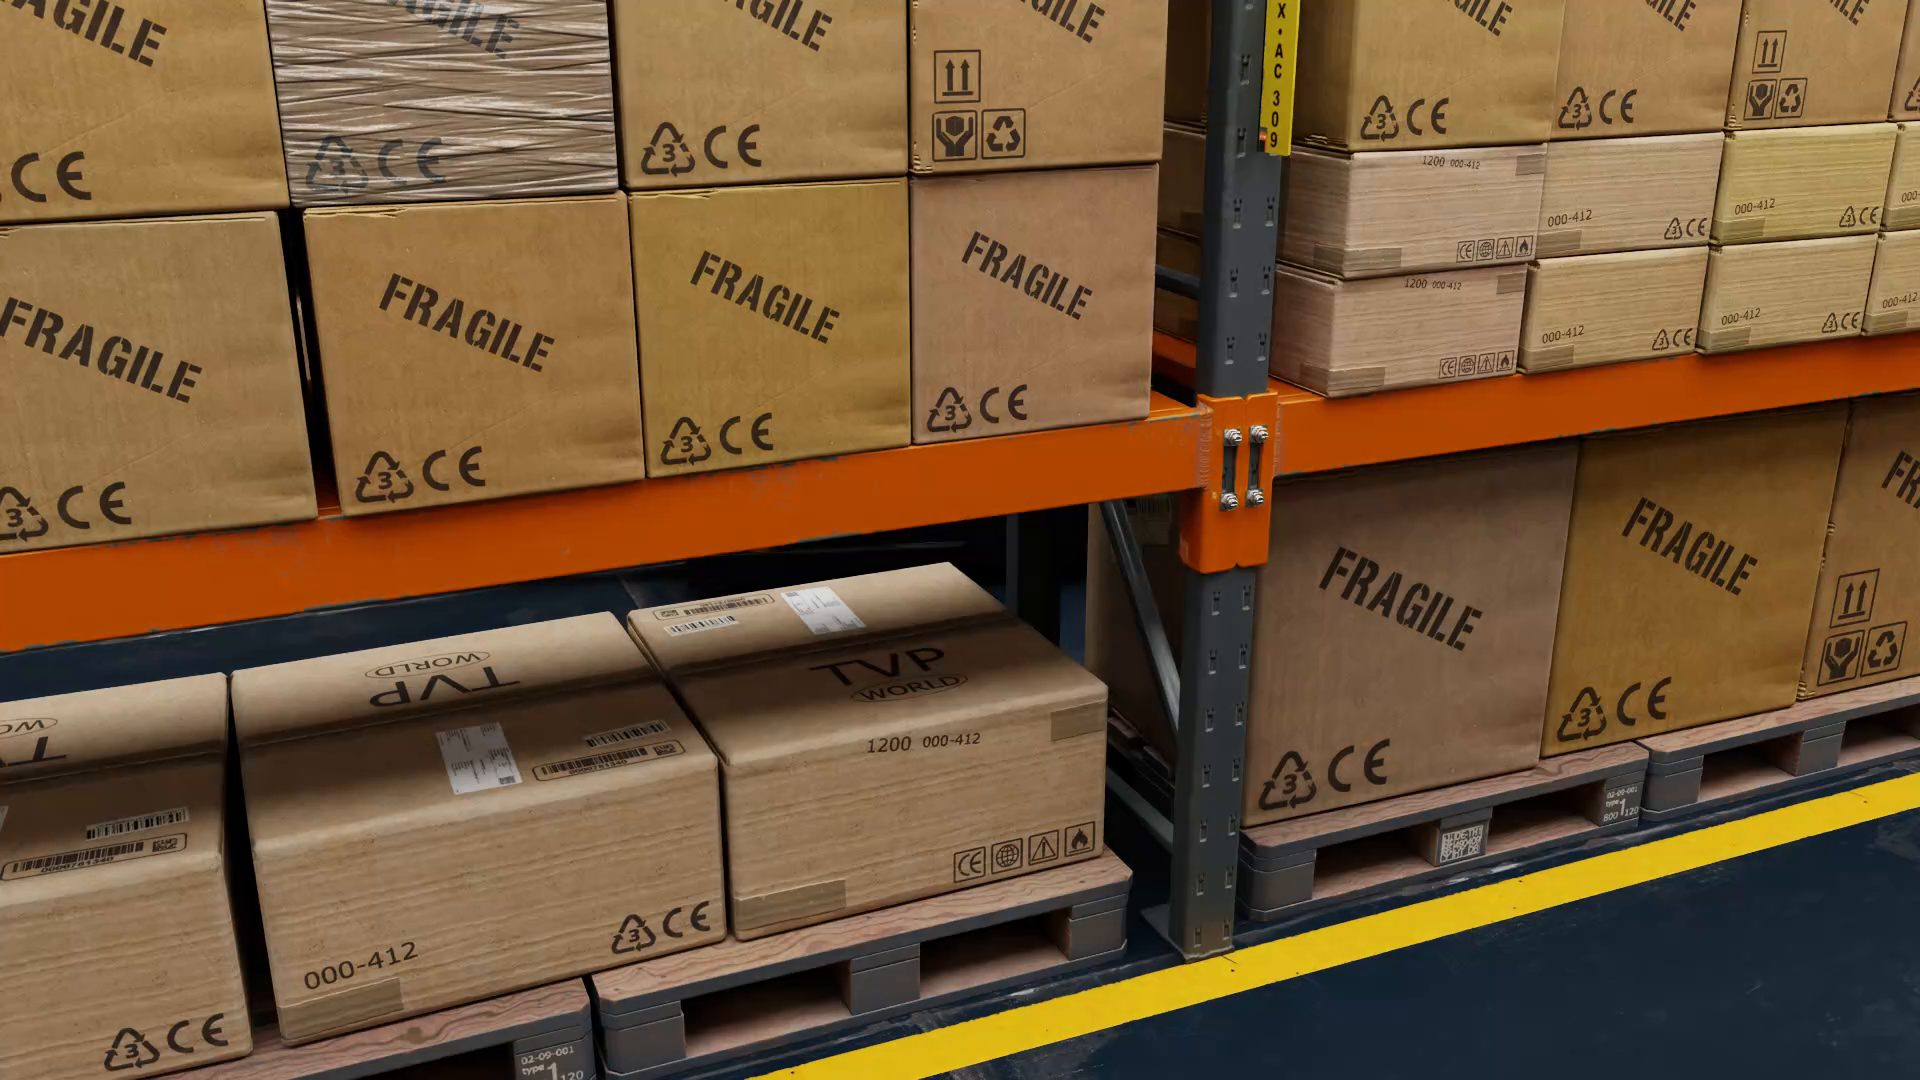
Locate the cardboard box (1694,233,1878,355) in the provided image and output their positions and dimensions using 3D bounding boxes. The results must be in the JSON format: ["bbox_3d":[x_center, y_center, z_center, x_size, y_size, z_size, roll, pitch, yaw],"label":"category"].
[{"bbox_3d":[1.834,-0.647,4.070,0.500,0.250,0.500,-8,21,-22],"label":"cardboard box"}]

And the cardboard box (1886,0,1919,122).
[{"bbox_3d":[2.282,-1.309,4.068,0.500,0.500,0.500,-9,21,-23],"label":"cardboard box"}]

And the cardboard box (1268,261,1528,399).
[{"bbox_3d":[0.883,-0.516,3.698,0.500,0.250,0.500,-9,21,-23],"label":"cardboard box"}]

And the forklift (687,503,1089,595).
[{"bbox_3d":[-0.674,-1.372,6.005,3.031,2.935,1.130,-2,20,-6],"label":"forklift"}]

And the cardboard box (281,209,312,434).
[{"bbox_3d":[-1.556,-0.479,3.215,0.500,0.500,0.500,-7,21,-20],"label":"cardboard box"}]

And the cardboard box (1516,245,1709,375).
[{"bbox_3d":[1.358,-0.585,3.893,0.500,0.250,0.500,-9,21,-23],"label":"cardboard box"}]

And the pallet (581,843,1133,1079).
[{"bbox_3d":[-0.355,0.782,3.984,1.213,0.211,1.003,-8,21,-22],"label":"pallet"}]

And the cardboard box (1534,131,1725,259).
[{"bbox_3d":[1.358,-0.824,3.818,0.500,0.250,0.500,-8,21,-21],"label":"cardboard box"}]

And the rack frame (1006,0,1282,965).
[{"bbox_3d":[0.374,-0.610,3.737,0.127,3.000,1.000,-8,21,-22],"label":"rack frame"}]

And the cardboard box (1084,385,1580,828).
[{"bbox_3d":[0.912,0.088,4.321,0.875,0.875,0.875,-7,21,-20],"label":"cardboard box"}]

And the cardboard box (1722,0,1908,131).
[{"bbox_3d":[1.810,-1.239,3.869,0.500,0.500,0.500,-9,21,-23],"label":"cardboard box"}]

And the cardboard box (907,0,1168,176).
[{"bbox_3d":[0.051,-0.982,3.139,0.500,0.500,0.500,-8,21,-22],"label":"cardboard box"}]

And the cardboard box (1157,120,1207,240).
[{"bbox_3d":[0.683,-0.907,4.054,0.500,0.250,0.500,-8,21,-22],"label":"cardboard box"}]

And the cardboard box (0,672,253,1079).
[{"bbox_3d":[-1.895,0.687,3.281,0.875,0.438,0.875,-8,21,-20],"label":"cardboard box"}]

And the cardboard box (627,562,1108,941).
[{"bbox_3d":[-0.245,0.451,3.951,0.875,0.438,0.875,-8,21,-23],"label":"cardboard box"}]

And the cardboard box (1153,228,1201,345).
[{"bbox_3d":[0.687,-0.675,4.148,0.500,0.250,0.500,-9,21,-23],"label":"cardboard box"}]

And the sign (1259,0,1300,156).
[{"bbox_3d":[0.596,-0.886,3.100,0.005,0.325,0.100,-8,21,-22],"label":"sign"}]

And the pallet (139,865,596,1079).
[{"bbox_3d":[-1.477,0.944,3.525,1.213,0.211,1.003,-8,21,-22],"label":"pallet"}]

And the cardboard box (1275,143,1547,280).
[{"bbox_3d":[0.890,-0.747,3.599,0.500,0.250,0.500,-9,21,-23],"label":"cardboard box"}]

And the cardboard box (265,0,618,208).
[{"bbox_3d":[-0.882,-0.848,2.758,0.500,0.500,0.500,-8,21,-21],"label":"cardboard box"}]

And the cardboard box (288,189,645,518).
[{"bbox_3d":[-0.876,-0.378,2.928,0.500,0.500,0.500,-8,21,-23],"label":"cardboard box"}]

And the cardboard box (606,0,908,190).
[{"bbox_3d":[-0.419,-0.918,2.957,0.500,0.500,0.500,-8,21,-23],"label":"cardboard box"}]

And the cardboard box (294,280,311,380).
[{"bbox_3d":[-2.915,-0.904,7.706,0.500,0.500,0.700,-9,21,-24],"label":"cardboard box"}]

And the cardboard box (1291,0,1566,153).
[{"bbox_3d":[0.892,-1.099,3.470,0.500,0.500,0.500,-8,21,-21],"label":"cardboard box"}]

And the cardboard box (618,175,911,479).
[{"bbox_3d":[-0.420,-0.449,3.129,0.500,0.500,0.500,-9,21,-23],"label":"cardboard box"}]

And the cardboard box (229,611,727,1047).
[{"bbox_3d":[-1.066,0.569,3.616,0.875,0.438,0.875,-9,21,-24],"label":"cardboard box"}]

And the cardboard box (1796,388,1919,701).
[{"bbox_3d":[2.560,-0.150,4.999,0.875,0.875,0.875,-8,21,-21],"label":"cardboard box"}]

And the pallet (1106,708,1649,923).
[{"bbox_3d":[1.053,0.581,4.554,1.213,0.211,1.003,-8,21,-22],"label":"pallet"}]

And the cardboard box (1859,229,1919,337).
[{"bbox_3d":[2.297,-0.710,4.249,0.500,0.250,0.500,-9,21,-23],"label":"cardboard box"}]

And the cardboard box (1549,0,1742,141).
[{"bbox_3d":[1.349,-1.174,3.684,0.500,0.500,0.500,-8,21,-22],"label":"cardboard box"}]

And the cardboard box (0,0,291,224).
[{"bbox_3d":[-1.346,-0.785,2.578,0.500,0.500,0.500,-8,21,-22],"label":"cardboard box"}]

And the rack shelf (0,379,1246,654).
[{"bbox_3d":[-1.462,-0.007,3.110,4.000,0.370,1.077,-8,21,-22],"label":"rack shelf"}]

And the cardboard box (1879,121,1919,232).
[{"bbox_3d":[2.295,-0.949,4.175,0.500,0.250,0.500,-9,21,-24],"label":"cardboard box"}]

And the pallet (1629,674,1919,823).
[{"bbox_3d":[2.175,0.419,5.013,1.213,0.211,1.003,-8,21,-22],"label":"pallet"}]

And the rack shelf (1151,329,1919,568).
[{"bbox_3d":[2.211,-0.534,4.604,4.000,0.370,1.077,-8,21,-22],"label":"rack shelf"}]

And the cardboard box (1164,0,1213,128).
[{"bbox_3d":[0.685,-1.264,3.939,0.500,0.500,0.500,-7,21,-20],"label":"cardboard box"}]

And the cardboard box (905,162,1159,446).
[{"bbox_3d":[0.050,-0.518,3.326,0.500,0.500,0.500,-8,21,-21],"label":"cardboard box"}]

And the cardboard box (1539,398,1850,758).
[{"bbox_3d":[1.738,-0.033,4.666,0.875,0.875,0.875,-8,21,-20],"label":"cardboard box"}]

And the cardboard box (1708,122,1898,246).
[{"bbox_3d":[1.832,-0.882,3.984,0.500,0.250,0.500,-8,21,-21],"label":"cardboard box"}]

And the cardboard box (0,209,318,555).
[{"bbox_3d":[-1.363,-0.314,2.746,0.500,0.500,0.500,-7,21,-20],"label":"cardboard box"}]
